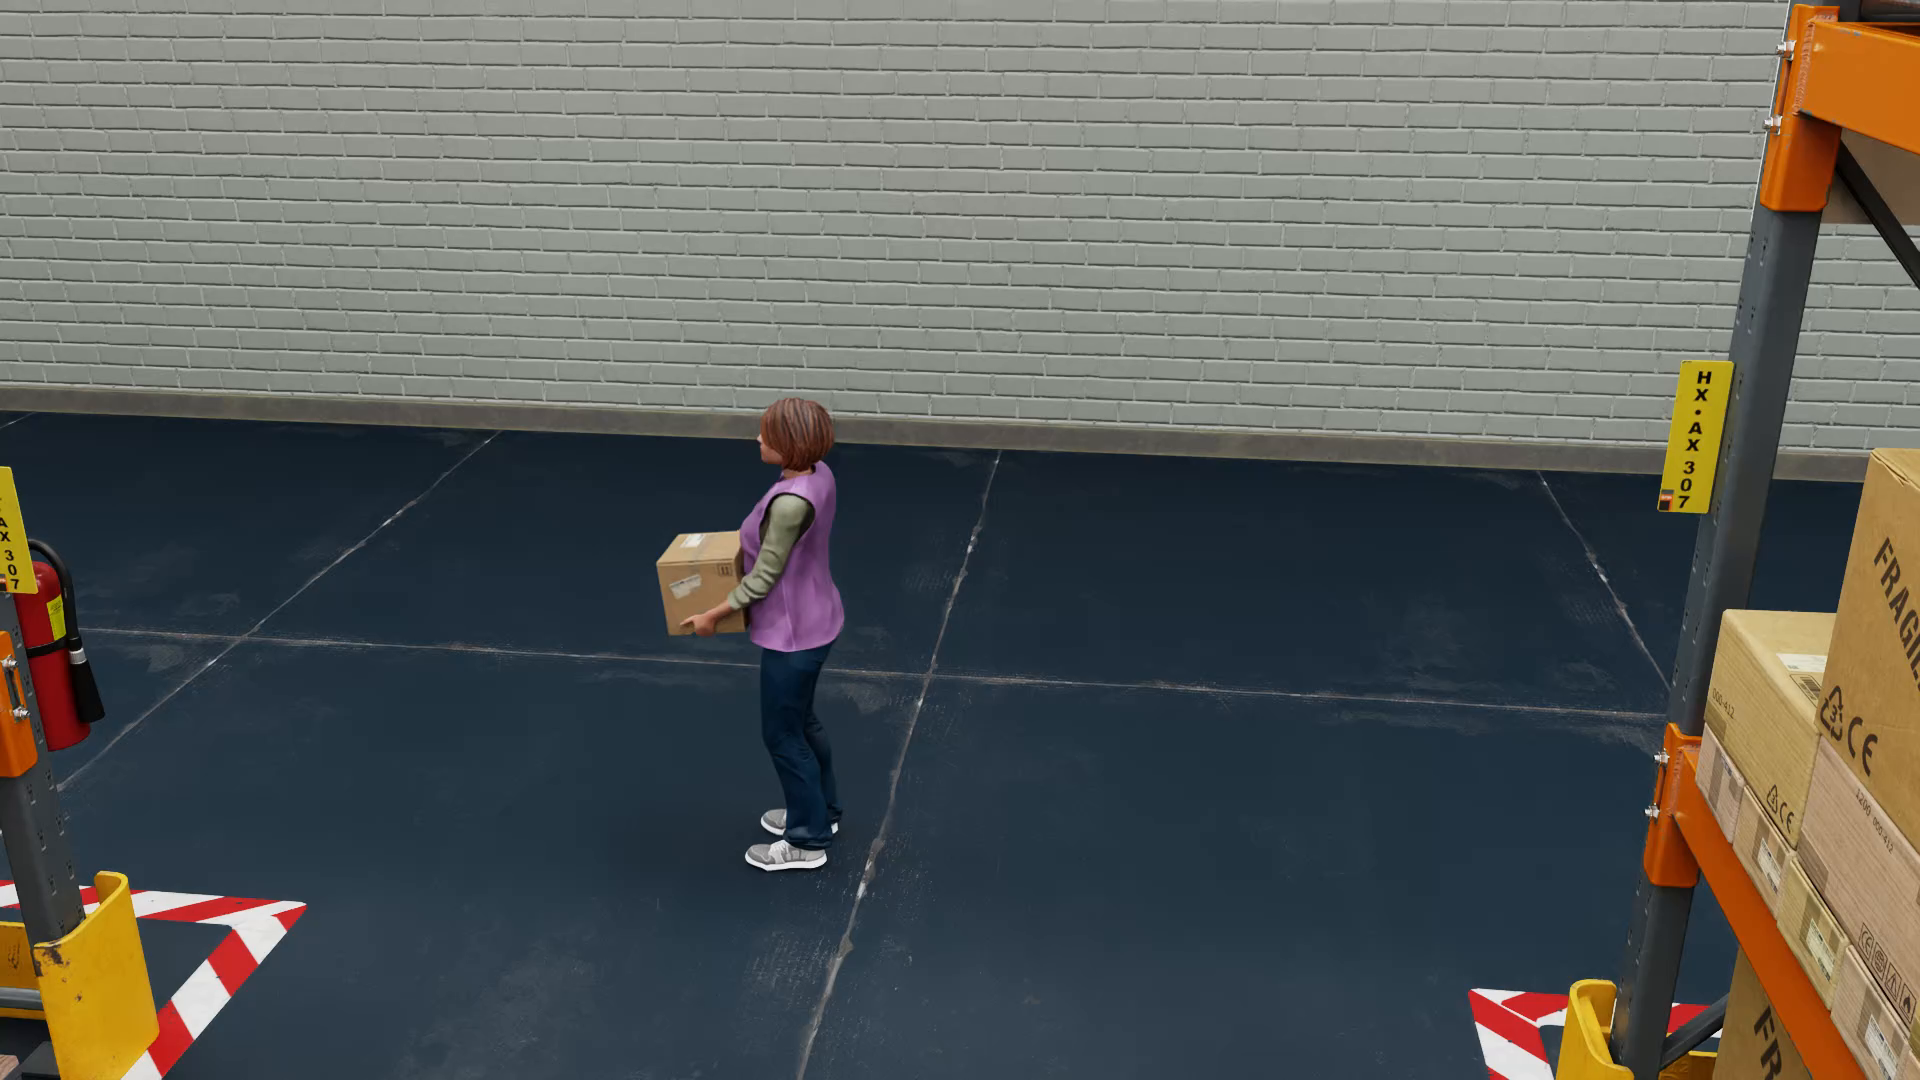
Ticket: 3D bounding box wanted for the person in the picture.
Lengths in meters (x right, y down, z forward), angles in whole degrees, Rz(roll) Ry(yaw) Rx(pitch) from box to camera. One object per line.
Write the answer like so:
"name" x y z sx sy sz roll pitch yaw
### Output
"person" -0.618 0.300 5.335 0.492 1.594 0.419 2 22 6
